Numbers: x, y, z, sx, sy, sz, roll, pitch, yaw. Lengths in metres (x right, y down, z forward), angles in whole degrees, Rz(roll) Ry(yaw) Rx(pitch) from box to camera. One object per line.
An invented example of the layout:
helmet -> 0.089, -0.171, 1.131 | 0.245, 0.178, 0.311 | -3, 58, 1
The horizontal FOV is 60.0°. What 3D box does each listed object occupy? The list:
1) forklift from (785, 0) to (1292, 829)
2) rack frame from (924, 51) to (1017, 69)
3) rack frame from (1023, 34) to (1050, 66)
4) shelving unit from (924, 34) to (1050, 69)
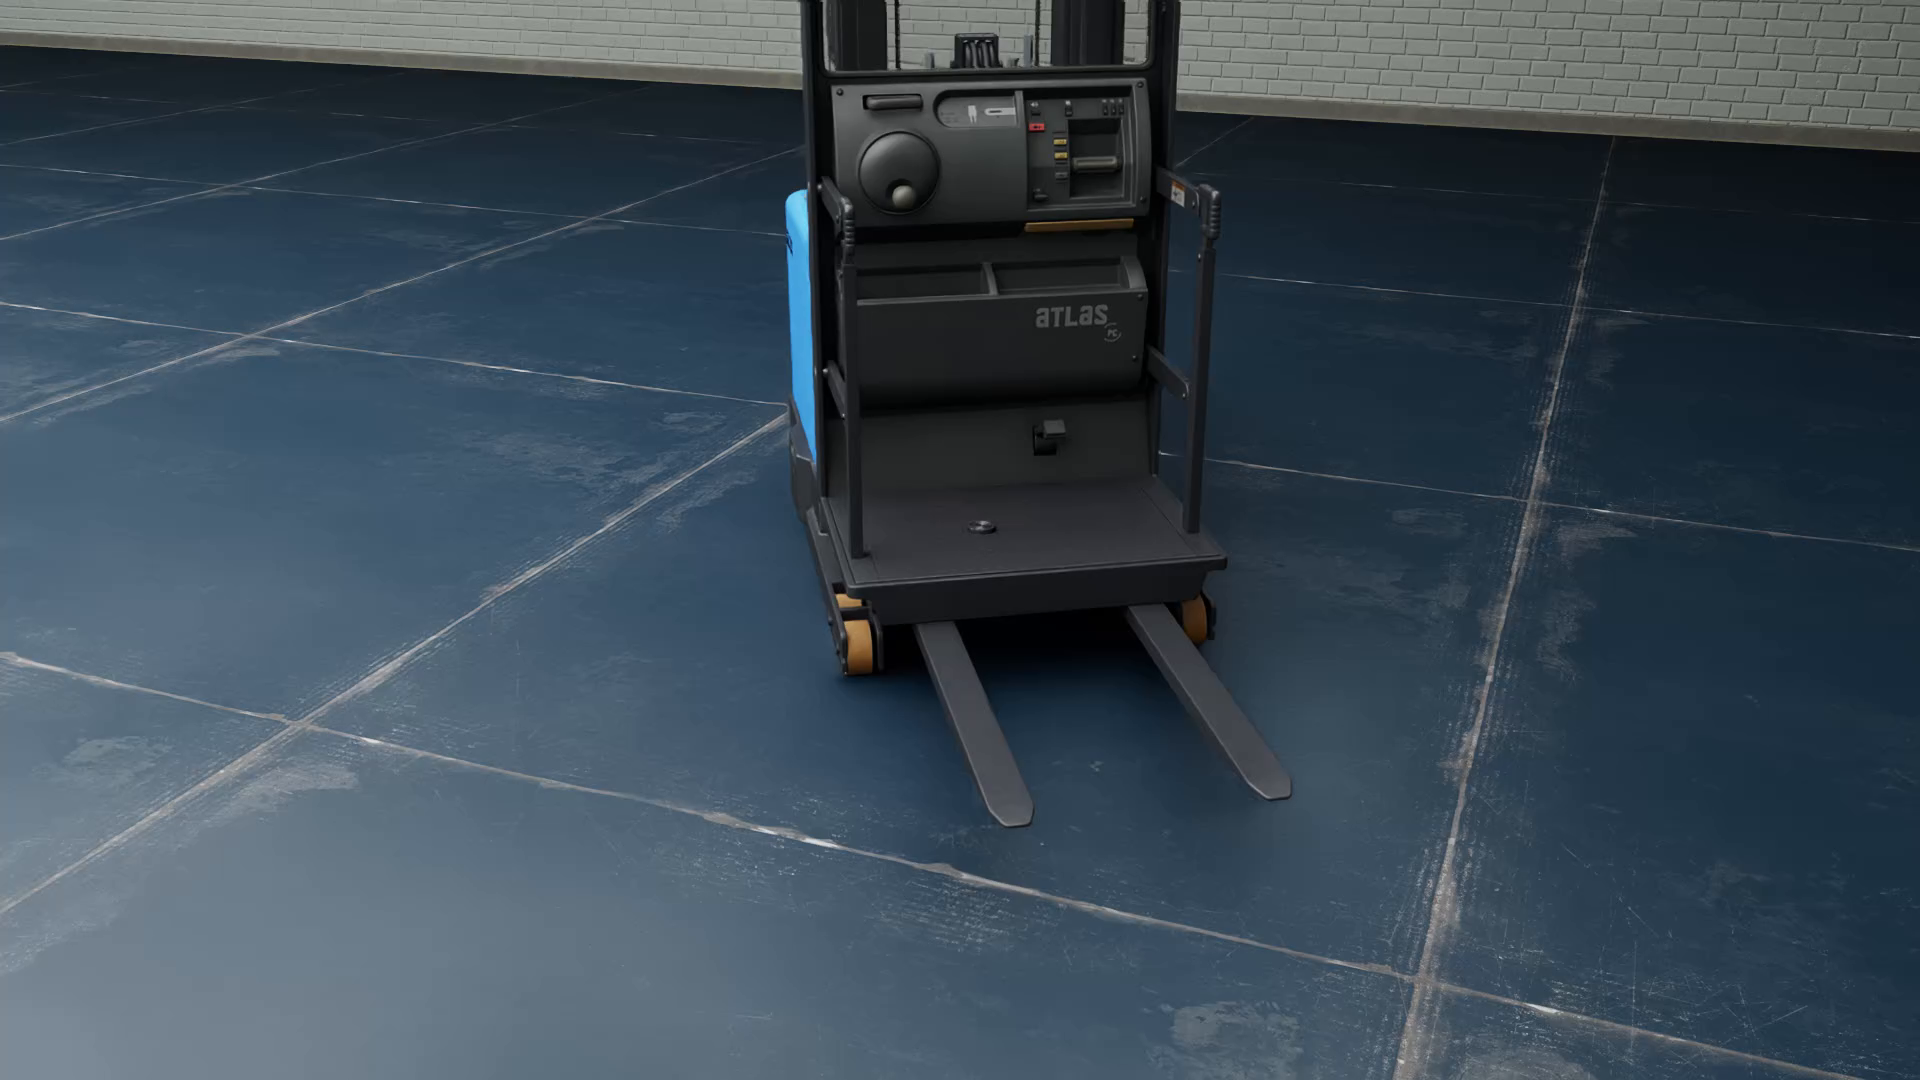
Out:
forklift -> 0.140, -1.113, 4.611 | 1.130, 2.935, 3.031 | -4, 23, -10
rack frame -> 0.036, -1.110, 6.462 | 0.400, 1.500, 0.023 | 14, 26, 30
rack frame -> 0.434, -1.347, 7.029 | 0.400, 1.500, 0.023 | 14, 26, 30
shelving unit -> 0.235, -1.229, 6.745 | 0.431, 1.500, 0.755 | 14, 26, 30
